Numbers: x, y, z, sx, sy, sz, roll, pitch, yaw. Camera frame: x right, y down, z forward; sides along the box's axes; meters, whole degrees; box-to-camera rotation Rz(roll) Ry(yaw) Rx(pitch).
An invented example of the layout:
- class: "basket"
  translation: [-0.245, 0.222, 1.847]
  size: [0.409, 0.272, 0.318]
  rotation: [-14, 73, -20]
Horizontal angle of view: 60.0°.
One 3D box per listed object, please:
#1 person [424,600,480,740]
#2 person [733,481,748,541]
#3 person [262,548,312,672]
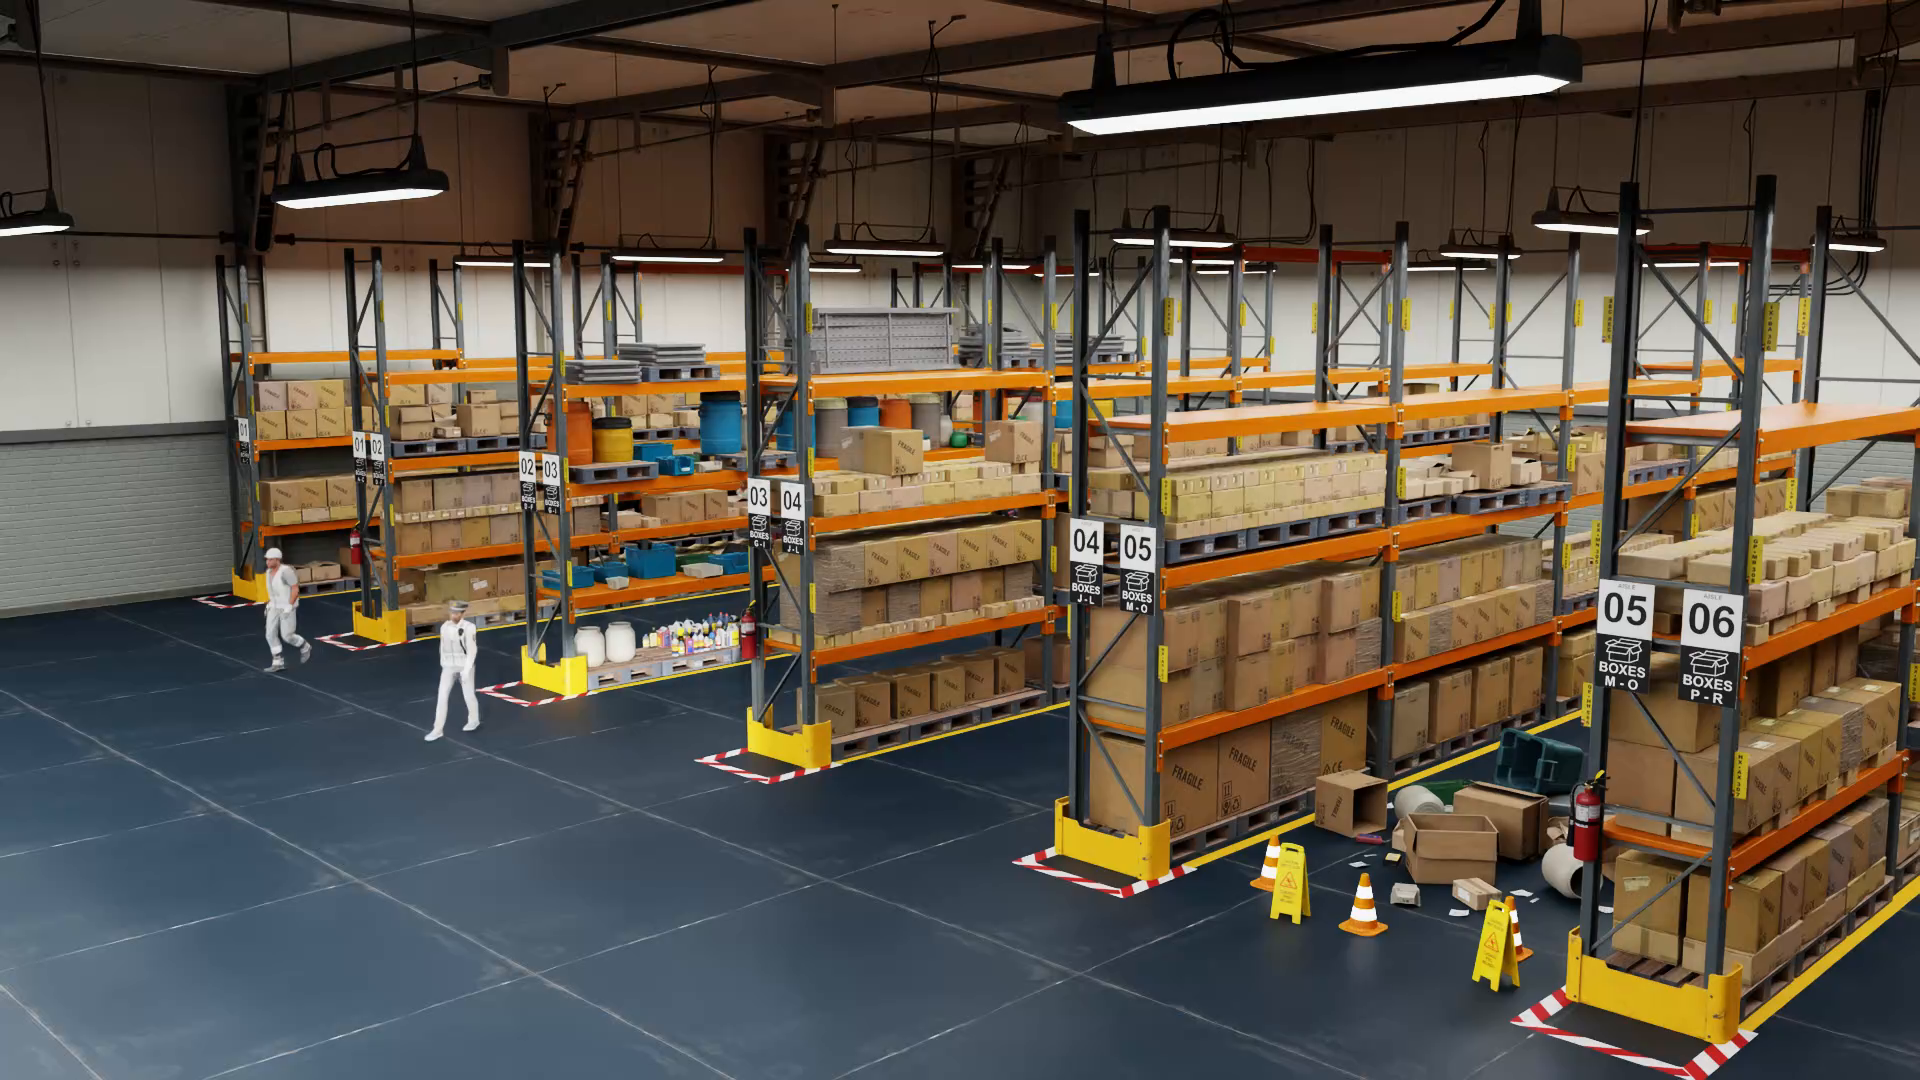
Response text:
- class: "person"
  translation: [-6.041, 1.529, 19.921]
  size: [0.534, 1.636, 0.817]
  rotation: [1, 8, 7]
- class: "person"
  translation: [-4.525, -0.552, 34.875]
  size: [0.513, 1.536, 1.009]
  rotation: [6, 10, 37]
- class: "person"
  translation: [-9.565, 0.967, 23.587]
  size: [0.628, 1.766, 0.687]
  rotation: [4, 9, 25]
